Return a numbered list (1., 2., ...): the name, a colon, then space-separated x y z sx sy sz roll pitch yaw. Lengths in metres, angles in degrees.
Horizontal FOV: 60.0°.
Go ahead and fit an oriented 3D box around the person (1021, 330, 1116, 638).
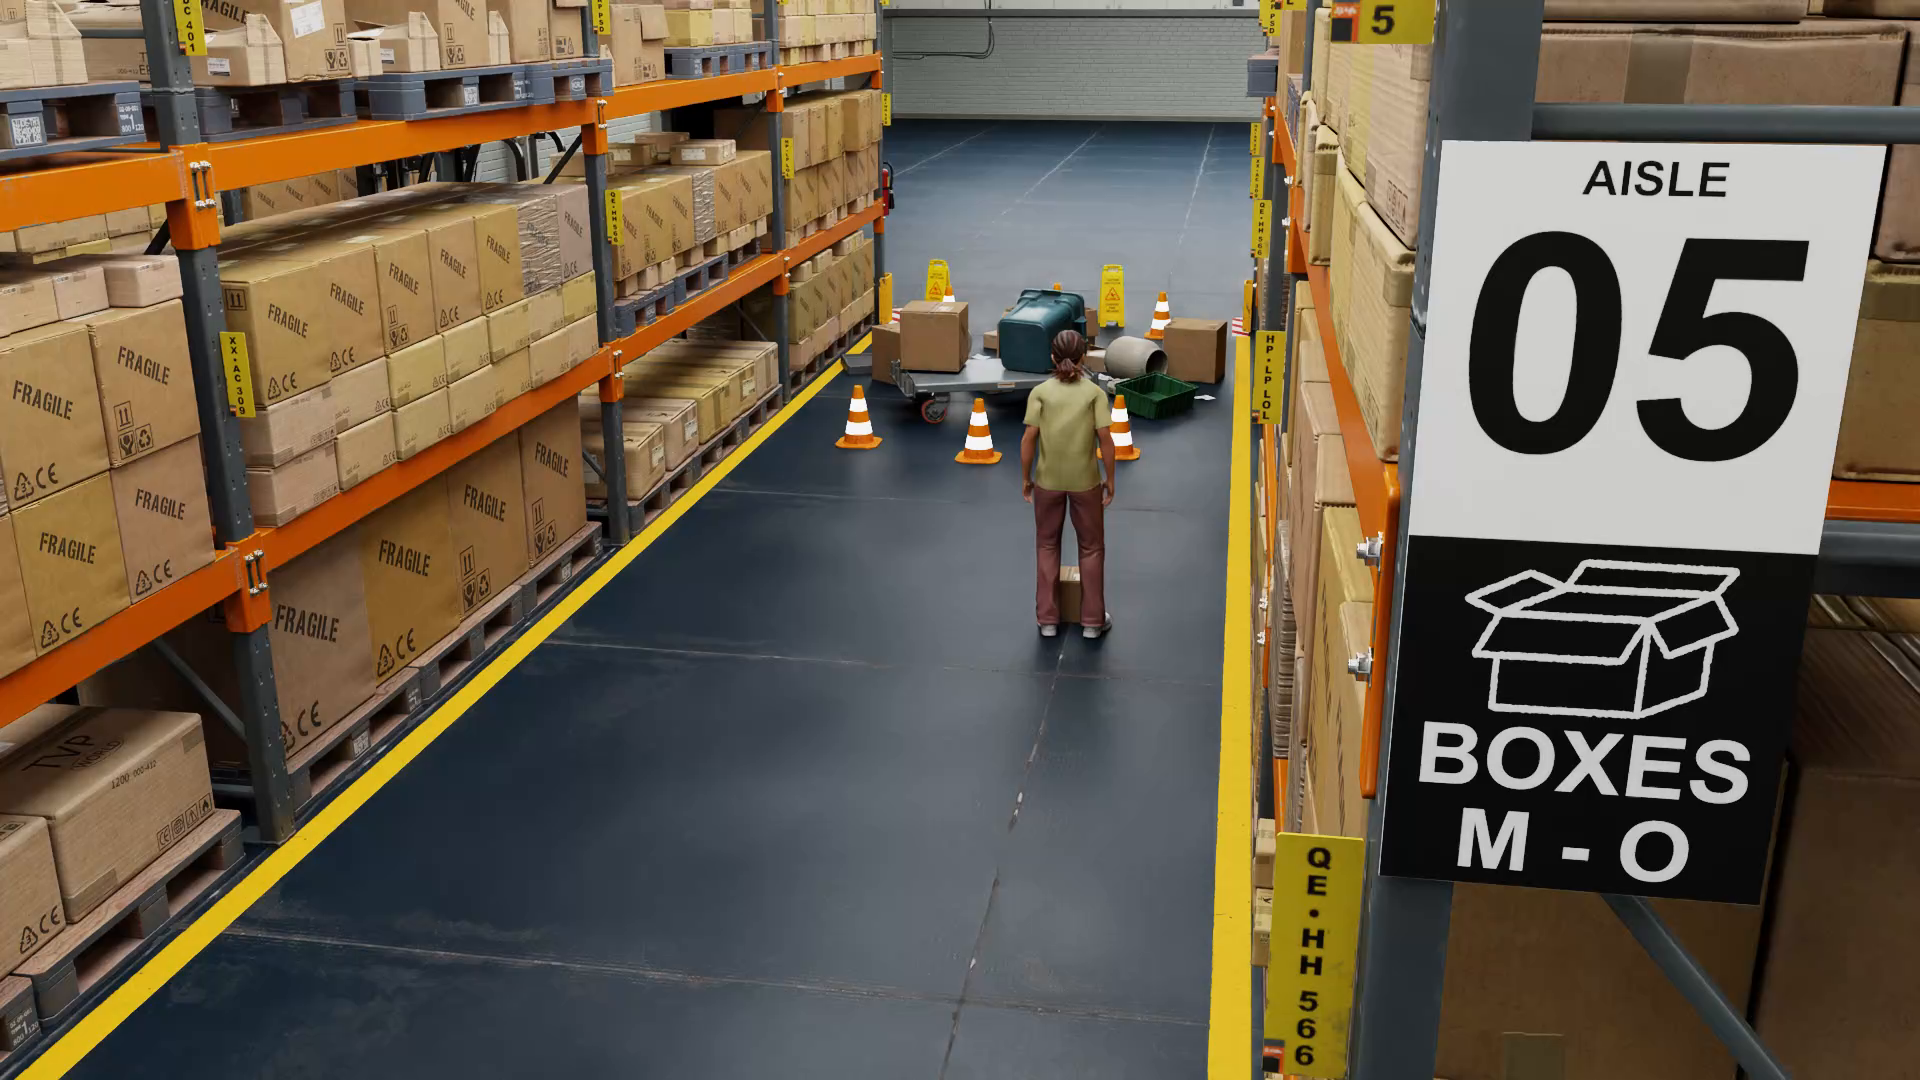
1. person: 0.584 -0.284 8.966 0.502 1.652 0.351 3 18 8
